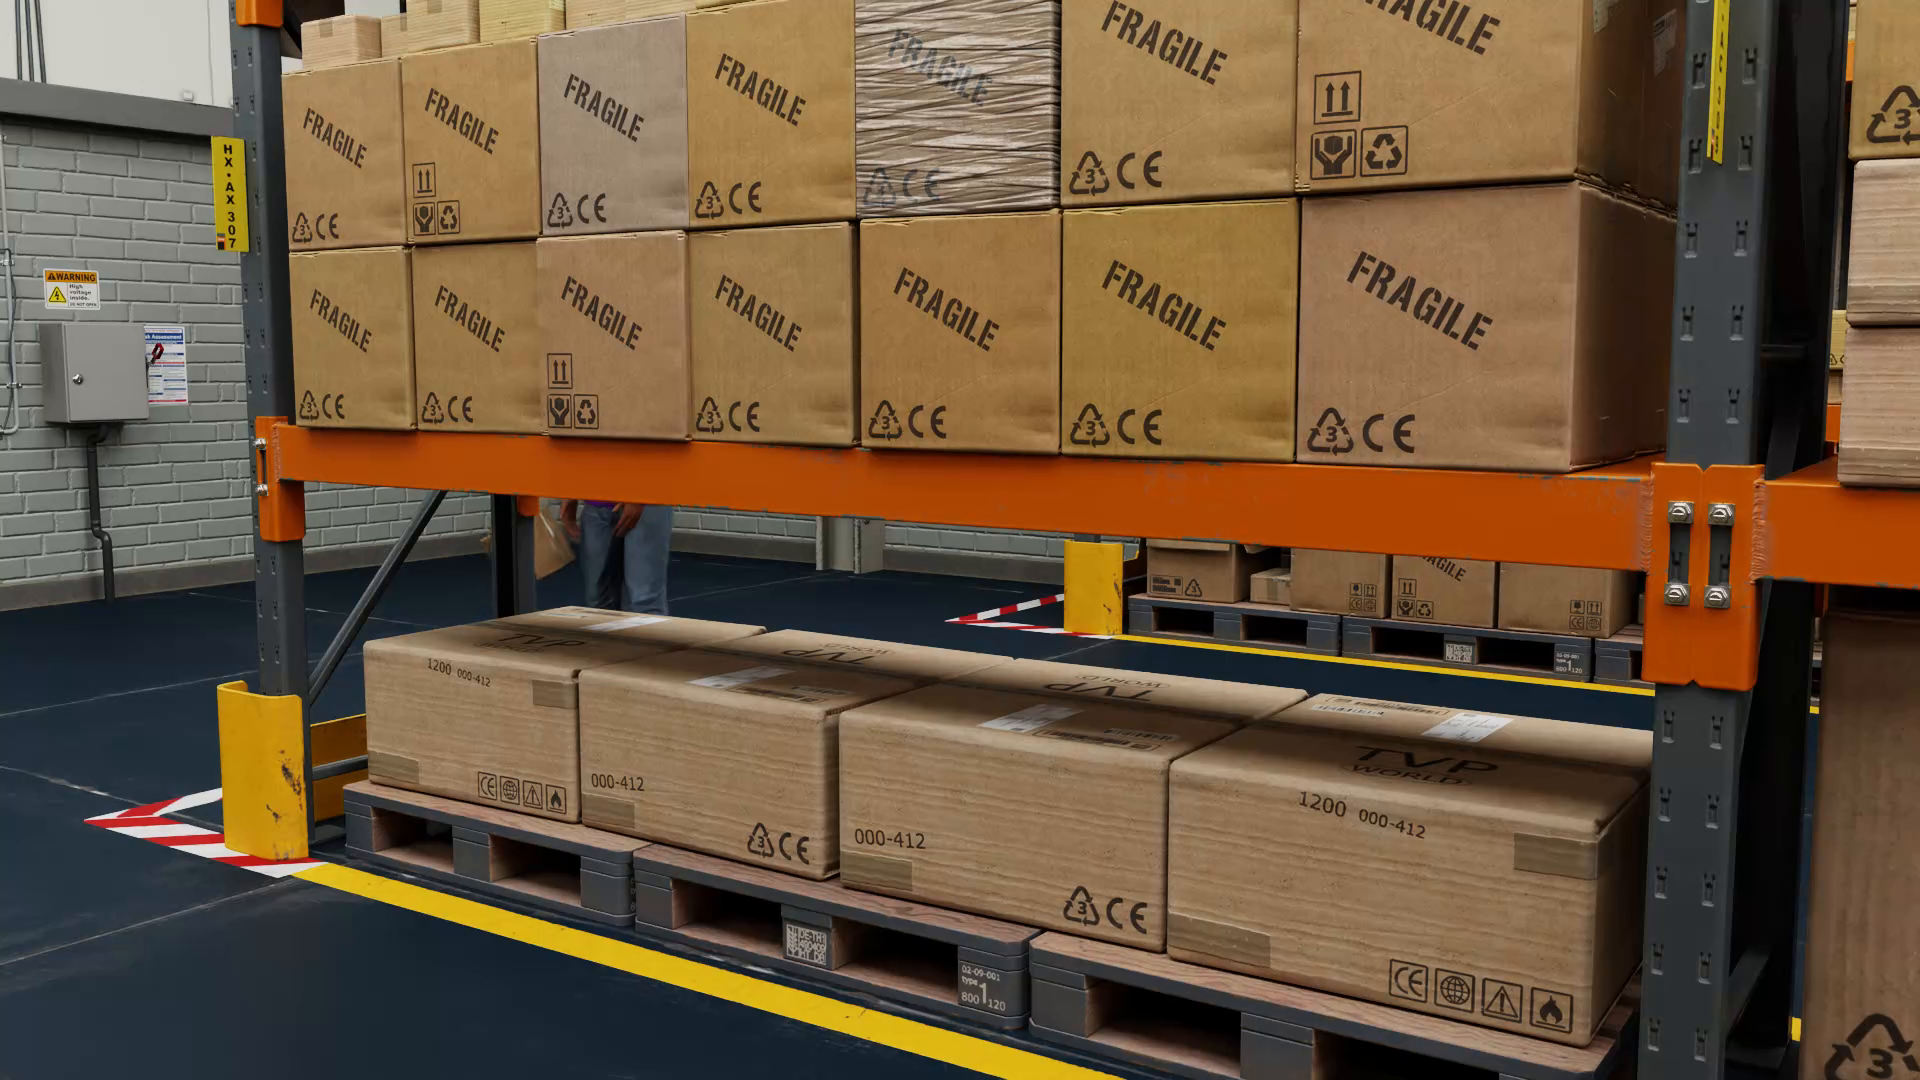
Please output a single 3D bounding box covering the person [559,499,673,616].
[{"bbox_3d":[-1.407,-0.141,6.806,0.605,1.777,0.476,3,7,26],"label":"person"}]
